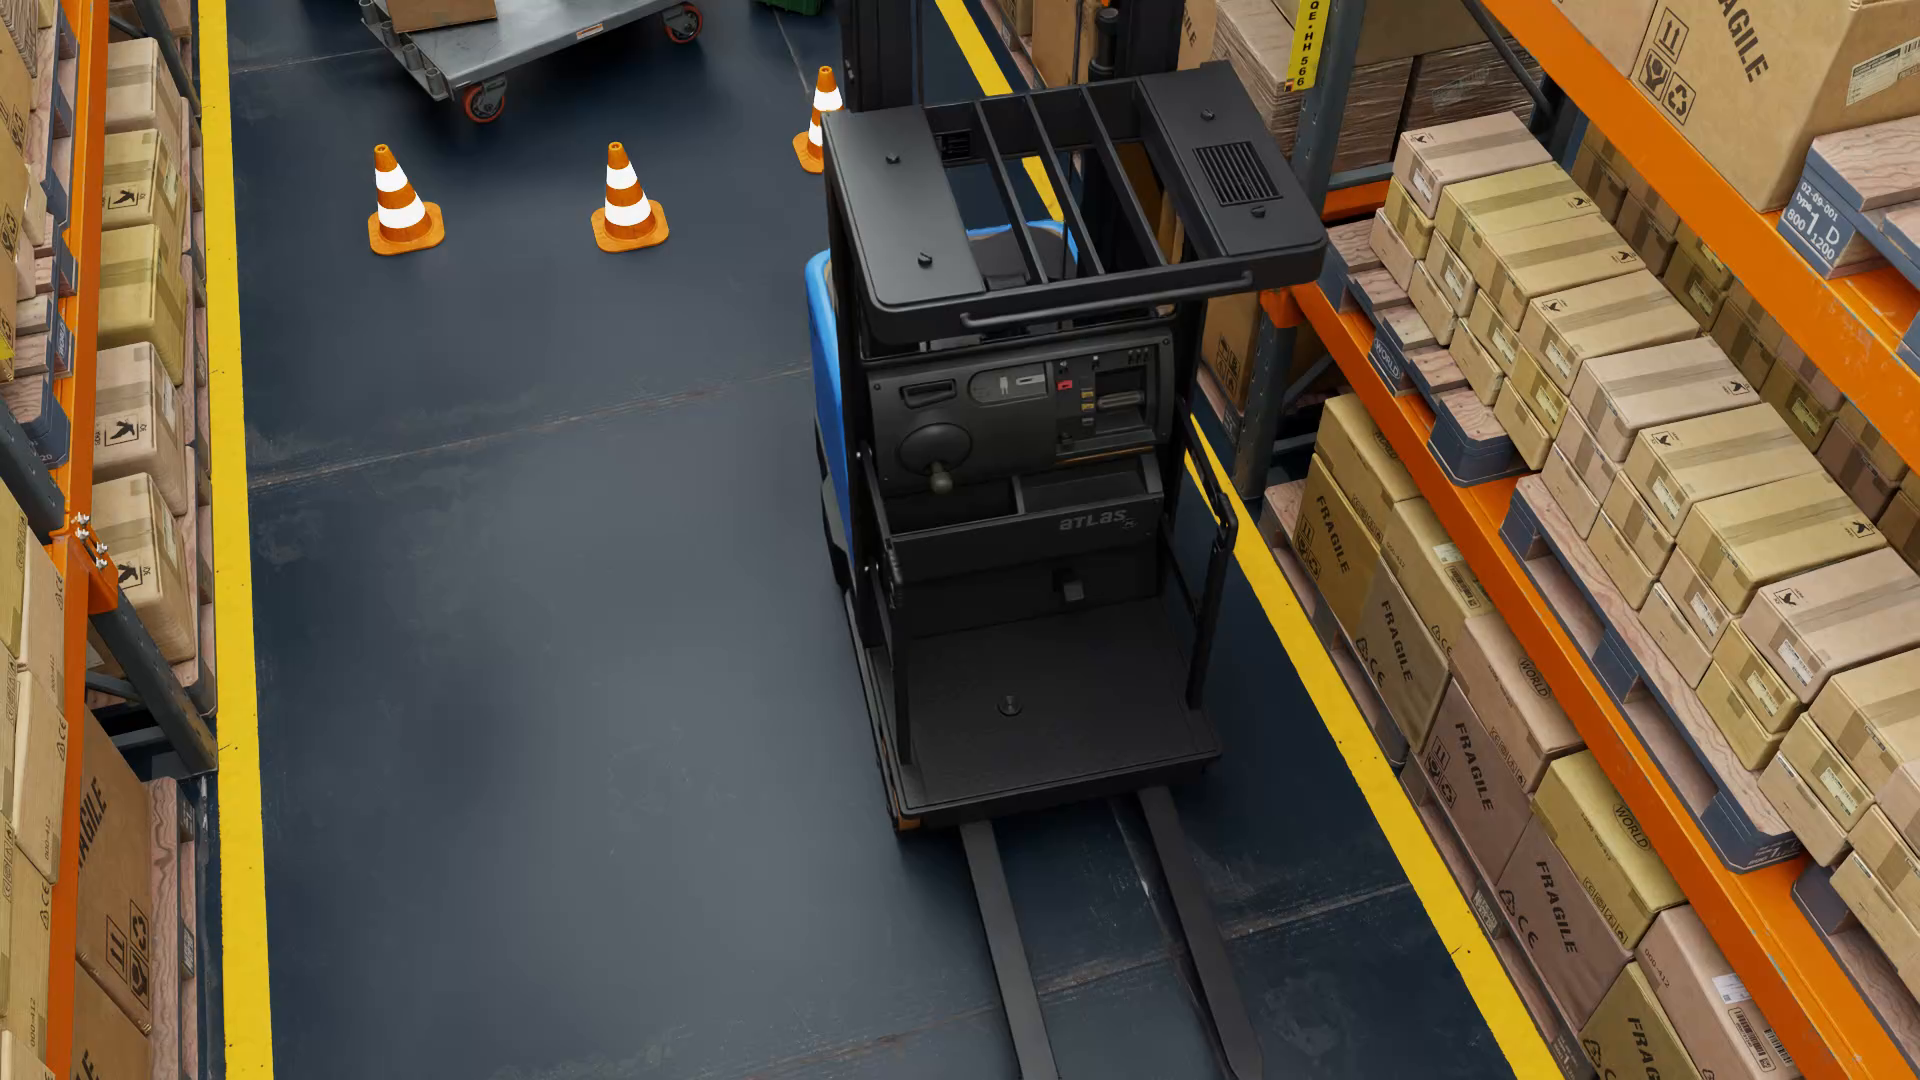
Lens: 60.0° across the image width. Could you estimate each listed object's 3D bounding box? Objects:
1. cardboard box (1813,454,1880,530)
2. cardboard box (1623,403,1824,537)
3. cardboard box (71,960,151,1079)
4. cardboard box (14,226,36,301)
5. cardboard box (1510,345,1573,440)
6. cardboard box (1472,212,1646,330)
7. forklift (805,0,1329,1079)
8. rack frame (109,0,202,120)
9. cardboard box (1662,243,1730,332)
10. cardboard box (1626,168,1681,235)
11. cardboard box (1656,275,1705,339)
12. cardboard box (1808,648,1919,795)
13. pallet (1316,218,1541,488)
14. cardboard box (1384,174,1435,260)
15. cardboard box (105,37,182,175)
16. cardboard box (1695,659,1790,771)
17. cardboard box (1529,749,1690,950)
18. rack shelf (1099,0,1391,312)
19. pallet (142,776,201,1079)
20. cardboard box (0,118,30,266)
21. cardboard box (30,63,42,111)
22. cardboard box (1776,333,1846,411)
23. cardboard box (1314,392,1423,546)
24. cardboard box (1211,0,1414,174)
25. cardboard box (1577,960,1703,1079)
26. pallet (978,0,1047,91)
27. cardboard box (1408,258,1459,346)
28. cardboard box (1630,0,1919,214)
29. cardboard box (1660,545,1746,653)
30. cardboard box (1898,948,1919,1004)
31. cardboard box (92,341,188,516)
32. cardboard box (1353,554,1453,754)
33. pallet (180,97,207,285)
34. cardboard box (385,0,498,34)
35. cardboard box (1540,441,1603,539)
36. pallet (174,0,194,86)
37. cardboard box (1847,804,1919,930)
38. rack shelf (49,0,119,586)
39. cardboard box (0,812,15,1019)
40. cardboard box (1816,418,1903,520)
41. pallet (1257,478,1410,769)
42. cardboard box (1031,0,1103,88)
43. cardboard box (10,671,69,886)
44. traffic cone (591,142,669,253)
[{"bbox_3d":[2.554,-0.136,4.582,0.380,0.149,0.250,-12,51,-10],"label":"cardboard box"},{"bbox_3d":[1.937,-0.181,4.231,0.380,0.149,0.250,-12,51,-10],"label":"cardboard box"},{"bbox_3d":[-2.719,1.642,4.309,0.875,0.875,0.875,-13,51,-11],"label":"cardboard box"},{"bbox_3d":[-3.111,-0.841,5.177,0.380,0.149,0.250,-16,52,-13],"label":"cardboard box"},{"bbox_3d":[1.785,-0.452,4.654,0.380,0.149,0.250,-13,51,-11],"label":"cardboard box"},{"bbox_3d":[1.697,-0.765,4.723,0.380,0.149,0.250,-14,51,-11],"label":"cardboard box"},{"bbox_3d":[0.241,-0.277,4.856,1.130,2.935,3.031,-10,51,-8],"label":"forklift"},{"bbox_3d":[-4.287,-3.005,7.111,1.000,3.000,0.127,-13,51,-11],"label":"rack frame"},{"bbox_3d":[2.337,-0.782,4.933,0.380,0.149,0.250,-12,51,-10],"label":"cardboard box"},{"bbox_3d":[2.250,-1.084,4.992,0.380,0.149,0.250,-14,51,-11],"label":"cardboard box"},{"bbox_3d":[2.328,-0.705,5.062,0.380,0.149,0.250,-13,51,-10],"label":"cardboard box"},{"bbox_3d":[2.171,0.393,3.747,0.380,0.149,0.250,-15,51,-12],"label":"cardboard box"},{"bbox_3d":[1.908,-0.718,5.309,1.213,0.211,1.003,-13,51,-11],"label":"pallet"},{"bbox_3d":[1.546,-1.028,5.140,0.380,0.149,0.250,-11,51,-9],"label":"cardboard box"},{"bbox_3d":[-4.129,-1.911,7.632,0.950,0.372,0.625,-13,51,-11],"label":"cardboard box"},{"bbox_3d":[2.083,0.395,4.135,0.380,0.149,0.250,-11,51,-9],"label":"cardboard box"},{"bbox_3d":[2.007,0.826,4.751,0.500,0.250,0.500,-15,52,-13],"label":"cardboard box"},{"bbox_3d":[1.004,-2.505,7.160,1.077,0.370,4.000,-13,51,-11],"label":"rack shelf"},{"bbox_3d":[-2.942,1.408,5.214,1.003,0.211,1.213,-13,51,-11],"label":"pallet"},{"bbox_3d":[-3.176,-1.107,4.976,0.500,0.500,0.500,-11,51,-9],"label":"cardboard box"},{"bbox_3d":[-3.454,-1.608,5.823,0.380,0.149,0.250,-12,51,-10],"label":"cardboard box"},{"bbox_3d":[2.476,-0.521,4.518,0.380,0.149,0.250,-13,51,-11],"label":"cardboard box"},{"bbox_3d":[1.568,-0.289,5.691,0.500,0.250,0.500,-15,52,-13],"label":"cardboard box"},{"bbox_3d":[1.205,-1.577,5.842,0.500,0.500,0.500,-13,51,-11],"label":"cardboard box"},{"bbox_3d":[2.167,1.457,4.710,0.500,0.500,0.500,-14,51,-12],"label":"cardboard box"},{"bbox_3d":[0.712,-2.752,8.722,1.003,0.211,1.213,-13,51,-11],"label":"pallet"},{"bbox_3d":[1.614,-0.762,5.110,0.380,0.149,0.250,-11,51,-9],"label":"cardboard box"},{"bbox_3d":[1.817,-1.070,3.453,0.500,0.500,0.500,-13,51,-11],"label":"cardboard box"},{"bbox_3d":[2.012,0.108,4.181,0.380,0.149,0.250,-12,51,-10],"label":"cardboard box"},{"bbox_3d":[2.322,0.974,3.647,0.380,0.149,0.250,-13,51,-11],"label":"cardboard box"},{"bbox_3d":[-3.487,-0.324,6.295,0.950,0.372,0.625,-14,51,-12],"label":"cardboard box"},{"bbox_3d":[1.713,0.335,5.656,0.500,0.500,0.500,-13,51,-11],"label":"cardboard box"},{"bbox_3d":[-4.055,-1.538,7.698,1.003,0.211,1.213,-13,51,-11],"label":"pallet"},{"bbox_3d":[-2.595,-2.867,8.135,0.500,0.500,0.500,-13,51,-11],"label":"cardboard box"},{"bbox_3d":[1.856,-0.175,4.615,0.380,0.149,0.250,-12,51,-10],"label":"cardboard box"},{"bbox_3d":[-4.519,-2.588,8.584,1.003,0.211,1.213,-13,51,-11],"label":"pallet"},{"bbox_3d":[2.237,0.676,3.703,0.380,0.149,0.250,-15,51,-12],"label":"cardboard box"},{"bbox_3d":[-3.695,-1.312,6.154,1.077,0.370,4.000,-13,51,-11],"label":"rack shelf"},{"bbox_3d":[-2.392,0.843,3.638,0.500,0.250,0.500,-15,51,-12],"label":"cardboard box"},{"bbox_3d":[2.560,-0.227,4.464,0.380,0.149,0.250,-12,51,-10],"label":"cardboard box"},{"bbox_3d":[1.825,0.194,6.238,1.003,0.211,1.213,-13,51,-11],"label":"pallet"},{"bbox_3d":[0.963,-2.469,7.856,1.050,0.750,0.750,-13,51,-11],"label":"cardboard box"},{"bbox_3d":[-2.540,0.645,4.132,0.500,0.250,0.500,-12,51,-10],"label":"cardboard box"},{"bbox_3d":[-1.541,-1.612,7.596,0.336,0.463,0.334,-13,51,-11],"label":"traffic cone"}]
